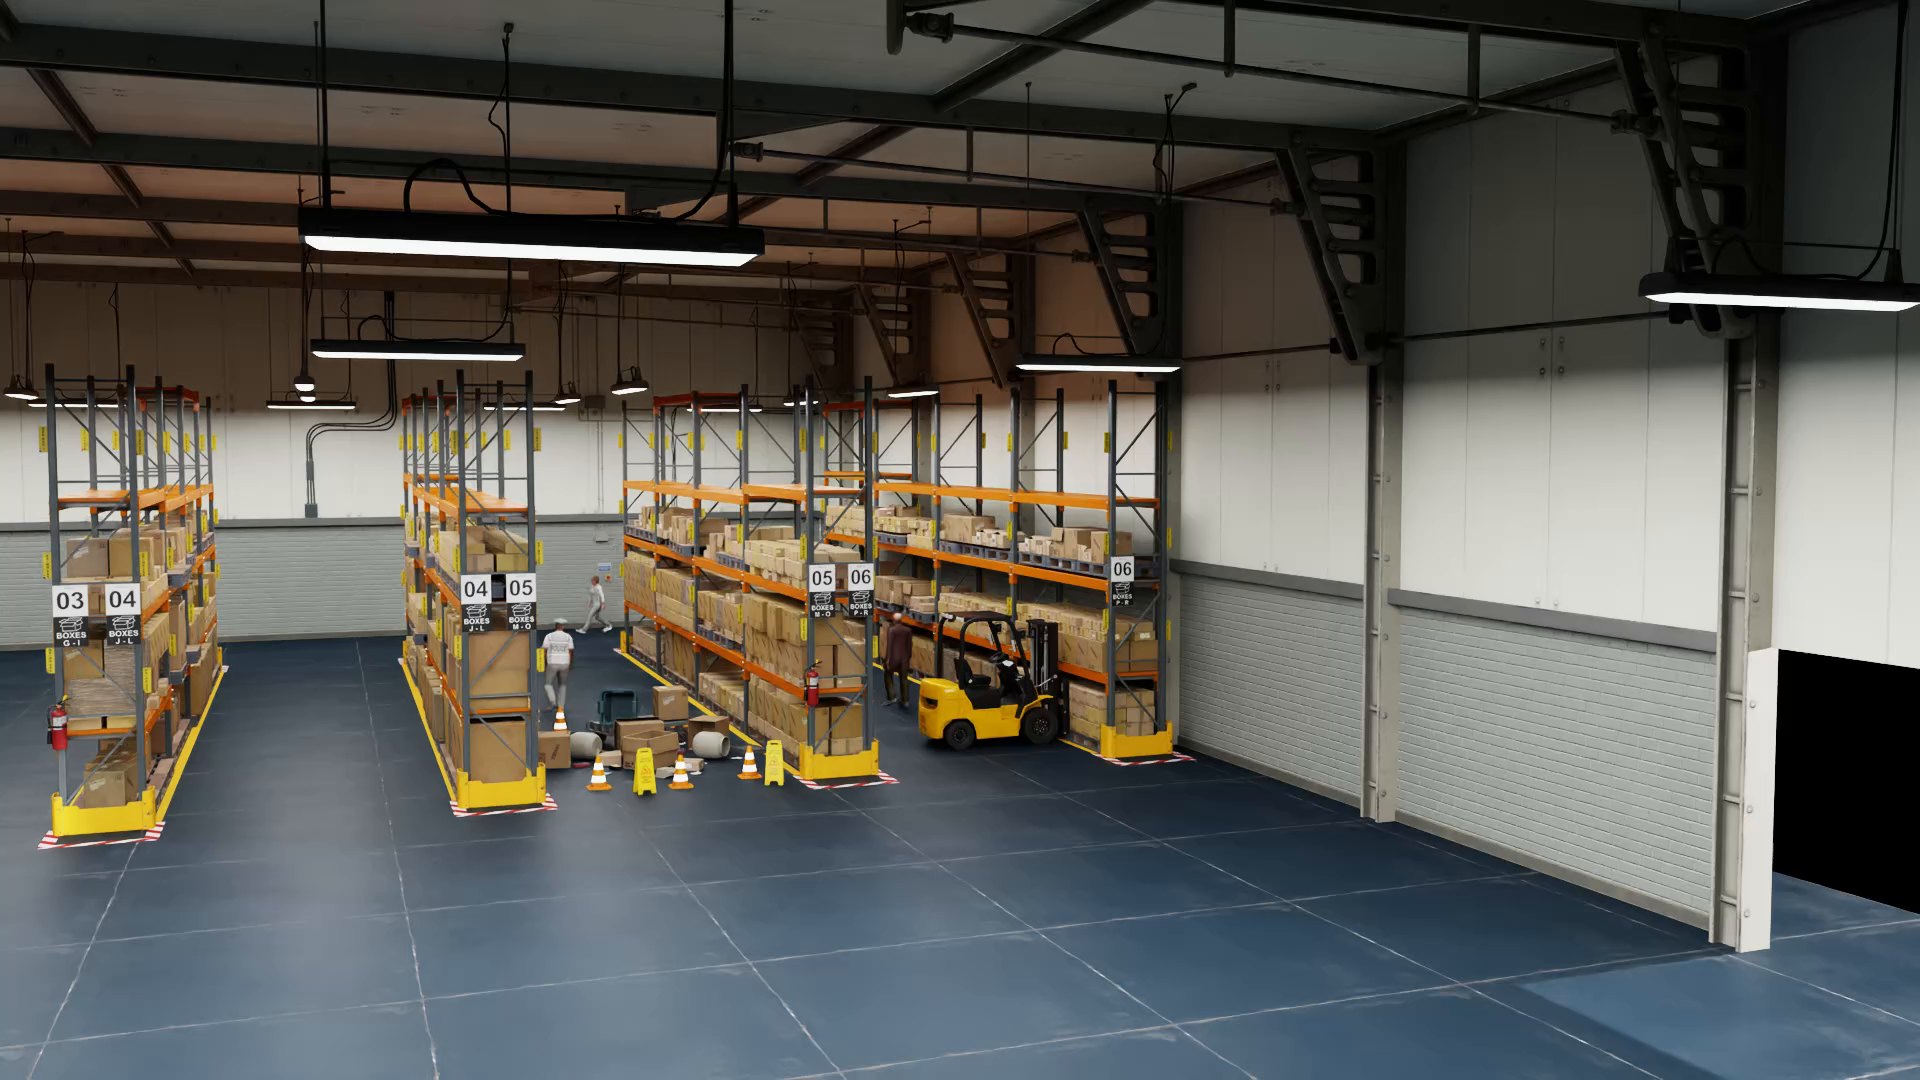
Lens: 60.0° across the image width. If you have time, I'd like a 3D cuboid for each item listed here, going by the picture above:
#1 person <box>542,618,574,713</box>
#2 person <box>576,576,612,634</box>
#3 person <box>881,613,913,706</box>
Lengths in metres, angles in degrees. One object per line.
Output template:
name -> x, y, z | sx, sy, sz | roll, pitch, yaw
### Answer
person -> -7.440, 2.343, 30.801 | 0.594, 1.727, 0.655 | -1, 4, -18
person -> -9.591, 1.690, 43.585 | 1.032, 1.508, 0.392 | -2, 4, -35
person -> -1.145, 2.287, 31.544 | 0.614, 1.815, 0.594 | -2, 4, -33
